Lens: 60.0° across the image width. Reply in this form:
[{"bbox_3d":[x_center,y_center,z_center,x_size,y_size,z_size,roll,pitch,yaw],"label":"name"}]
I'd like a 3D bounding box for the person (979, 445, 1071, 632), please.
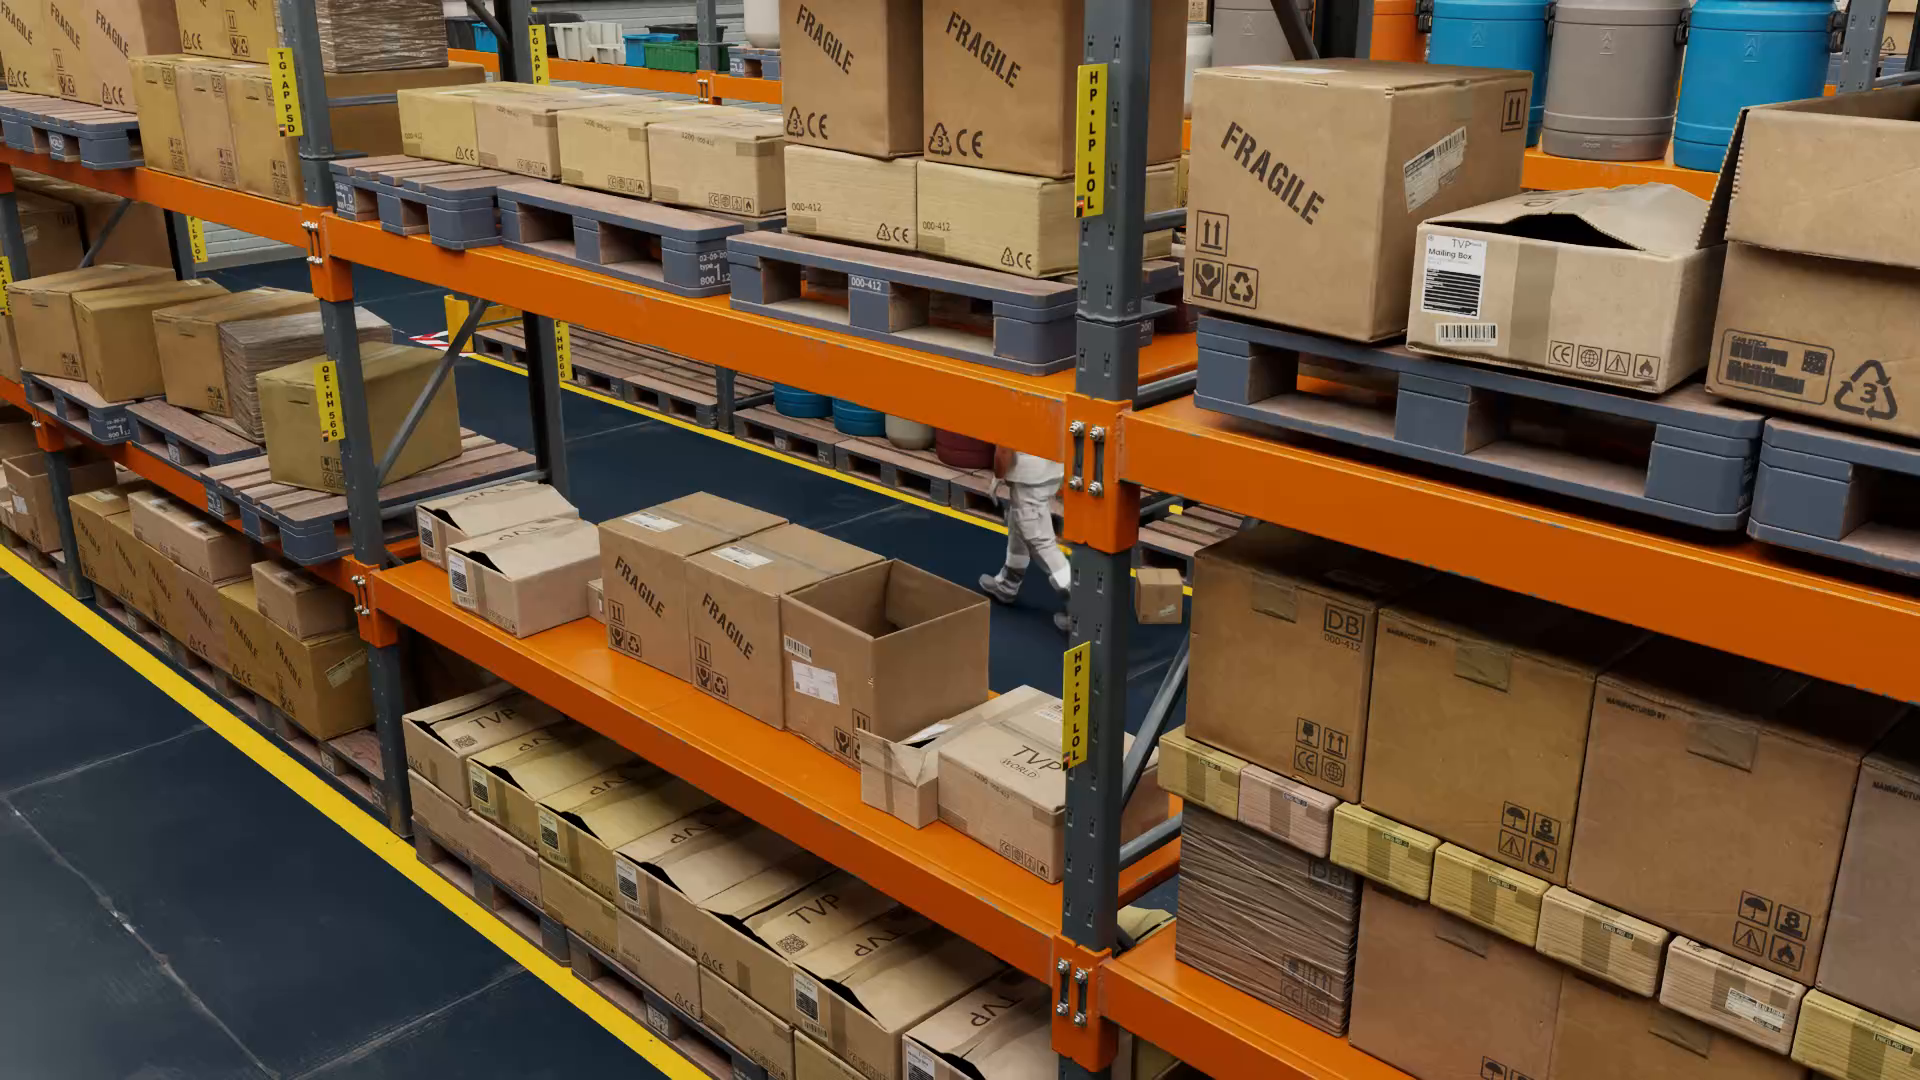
[{"bbox_3d":[0.425,-0.358,9.514,1.053,1.754,0.544,18,27,39],"label":"person"}]
